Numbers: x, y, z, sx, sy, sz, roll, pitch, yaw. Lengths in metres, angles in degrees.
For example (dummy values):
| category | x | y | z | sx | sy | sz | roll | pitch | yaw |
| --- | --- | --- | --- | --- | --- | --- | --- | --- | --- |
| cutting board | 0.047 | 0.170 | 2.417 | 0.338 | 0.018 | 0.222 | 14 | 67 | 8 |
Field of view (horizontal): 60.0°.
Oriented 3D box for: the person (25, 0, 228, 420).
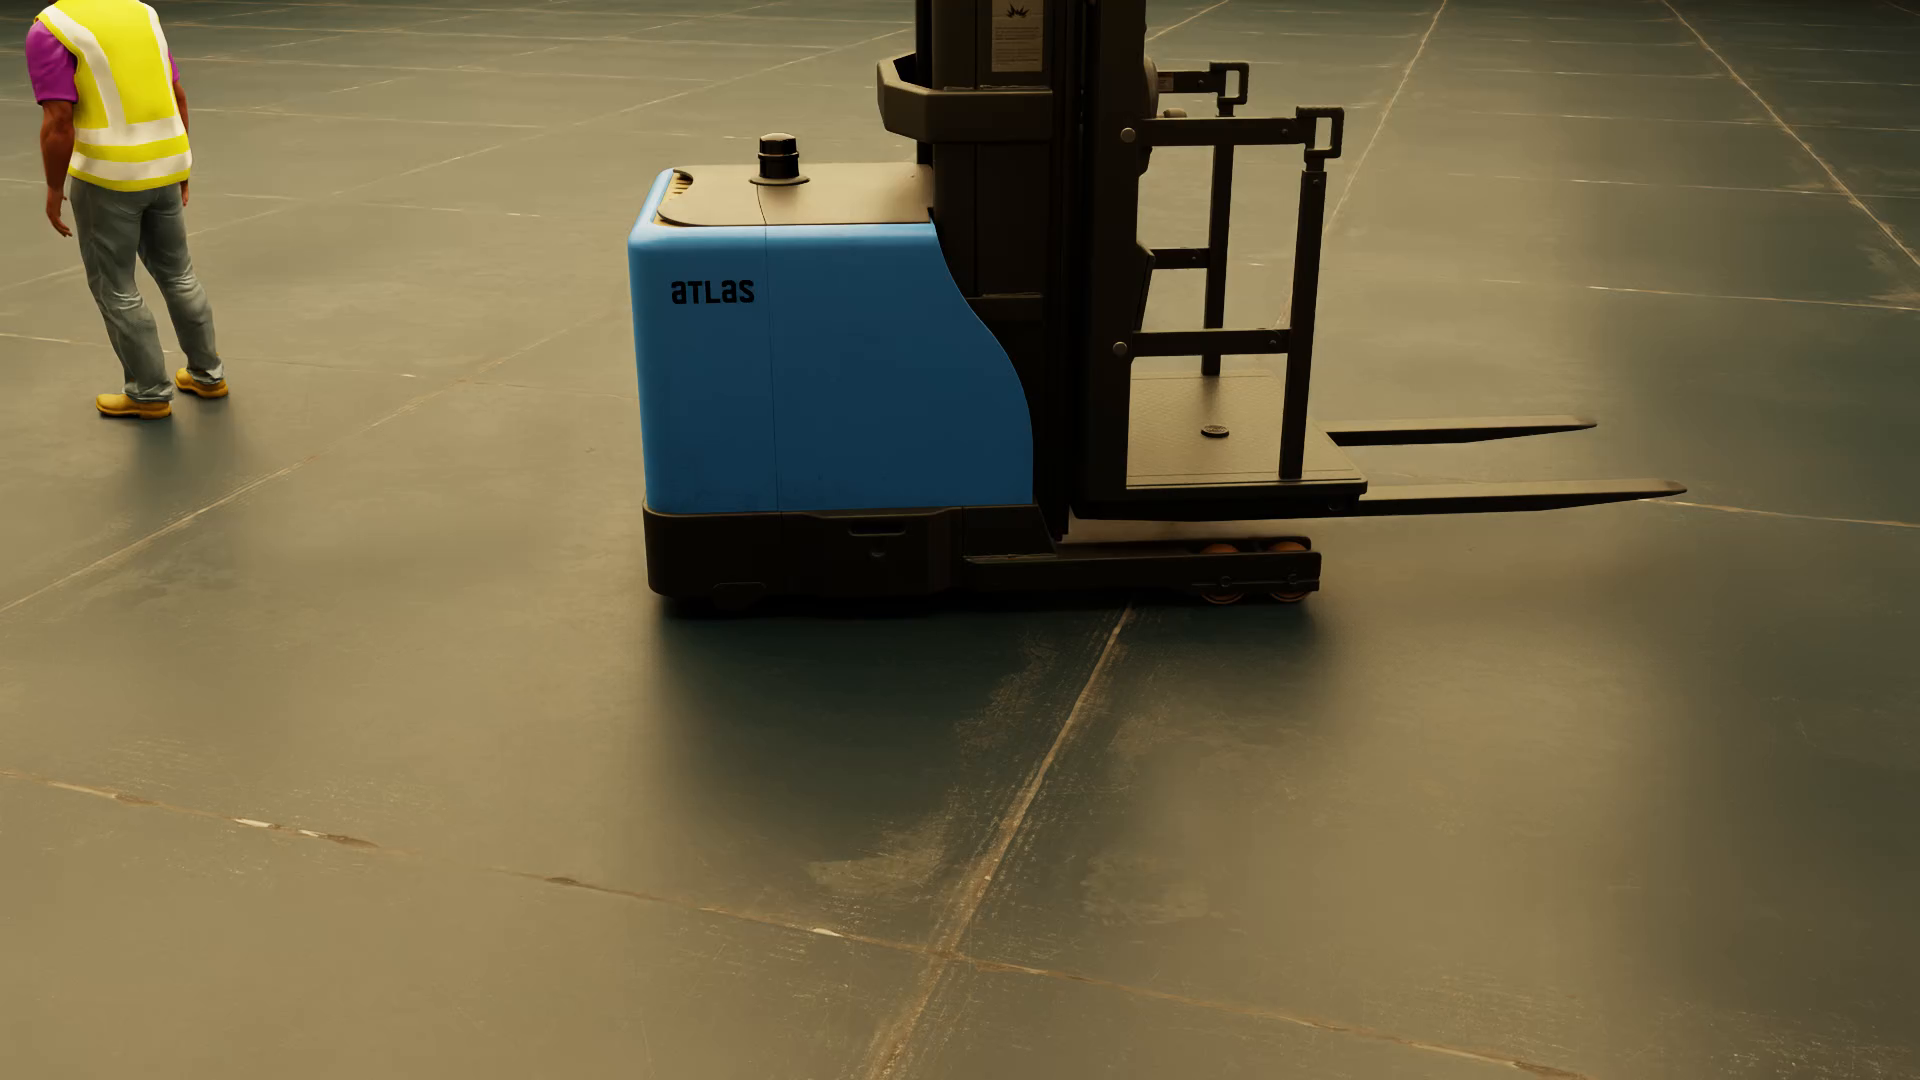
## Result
| category | x | y | z | sx | sy | sz | roll | pitch | yaw |
| --- | --- | --- | --- | --- | --- | --- | --- | --- | --- |
| person | -3.049 | -1.324 | 6.028 | 0.461 | 1.759 | 0.634 | 9 | 24 | 20 |

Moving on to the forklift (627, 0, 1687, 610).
| category | x | y | z | sx | sy | sz | roll | pitch | yaw |
| --- | --- | --- | --- | --- | --- | --- | --- | --- | --- |
| forklift | 0.606 | -1.374 | 4.608 | 3.031 | 2.935 | 1.130 | -2 | 23 | -4 |
